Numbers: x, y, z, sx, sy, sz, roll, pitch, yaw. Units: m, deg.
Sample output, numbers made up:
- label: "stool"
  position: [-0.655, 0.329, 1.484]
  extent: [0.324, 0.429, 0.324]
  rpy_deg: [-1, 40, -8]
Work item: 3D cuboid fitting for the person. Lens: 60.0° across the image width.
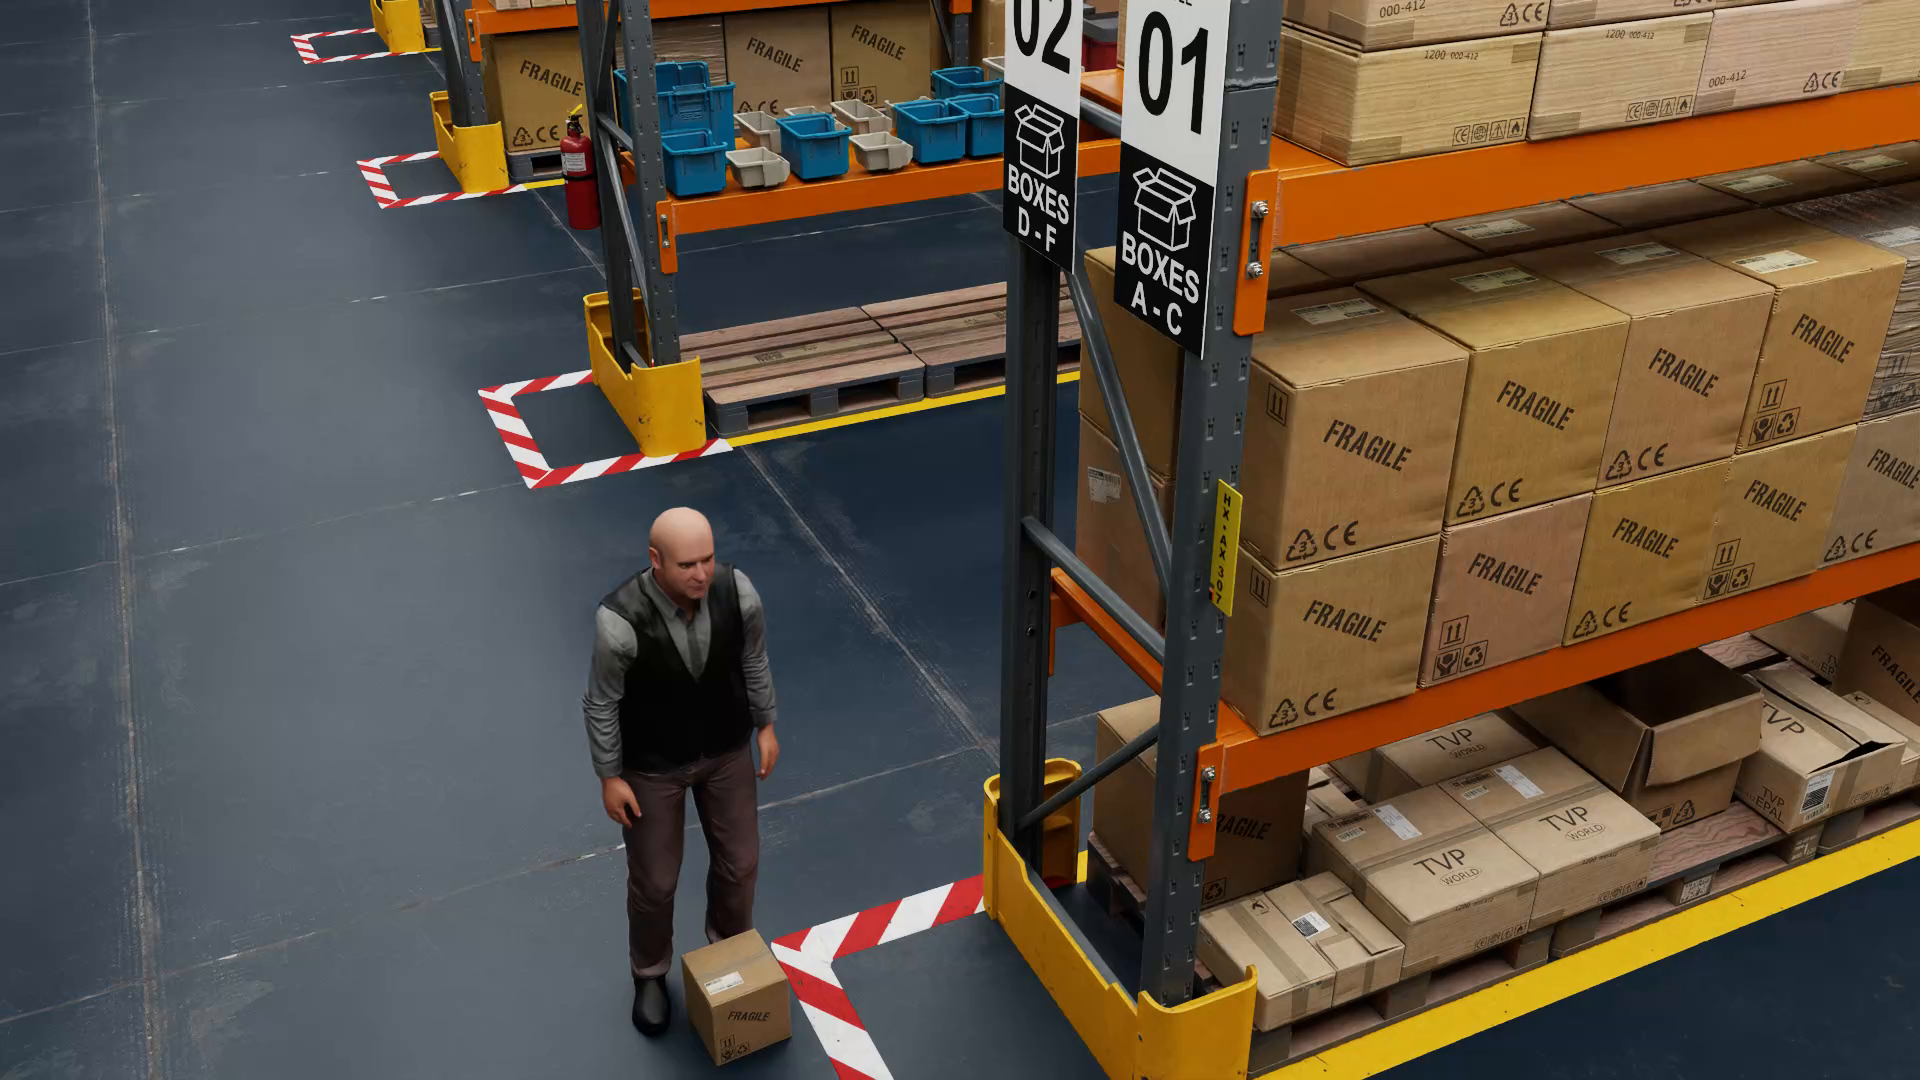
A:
- label: "person"
  position: [-0.810, 0.658, 4.976]
  extent: [0.593, 1.720, 0.473]
  rpy_deg: [-16, 33, -27]
